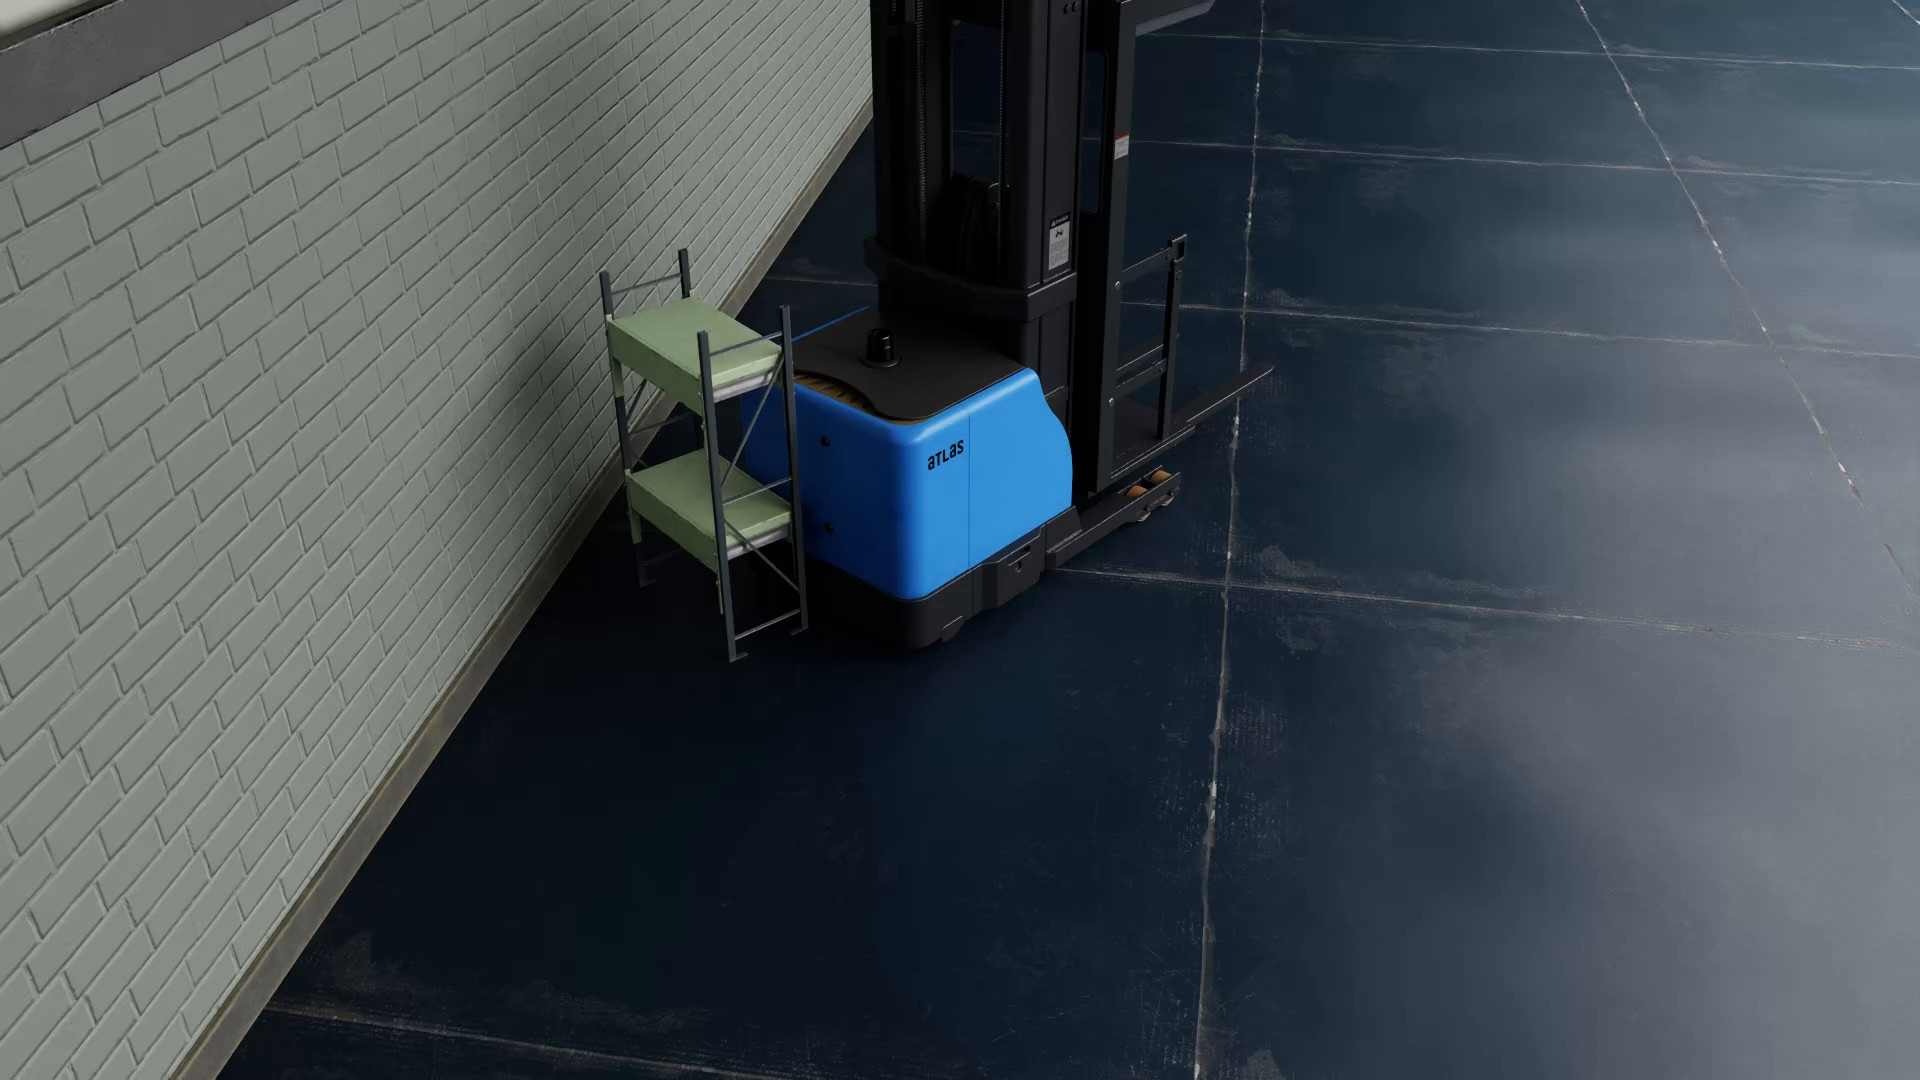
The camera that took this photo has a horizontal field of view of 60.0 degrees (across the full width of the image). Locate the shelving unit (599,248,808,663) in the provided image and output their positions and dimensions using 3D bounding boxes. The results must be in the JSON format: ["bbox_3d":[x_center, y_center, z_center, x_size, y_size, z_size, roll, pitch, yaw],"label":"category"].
[{"bbox_3d":[-1.046,-0.344,6.886,0.431,1.500,0.755,-24,39,-33],"label":"shelving unit"}]

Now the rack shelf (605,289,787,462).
[{"bbox_3d":[-1.046,-0.675,6.679,0.431,0.370,0.720,-24,39,-33],"label":"rack shelf"}]

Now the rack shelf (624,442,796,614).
[{"bbox_3d":[-1.046,-0.068,7.059,0.431,0.370,0.720,-24,39,-33],"label":"rack shelf"}]

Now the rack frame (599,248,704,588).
[{"bbox_3d":[-1.279,-0.494,7.125,0.400,1.500,0.023,-24,39,-33],"label":"rack frame"}]

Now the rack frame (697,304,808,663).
[{"bbox_3d":[-0.812,-0.194,6.647,0.400,1.500,0.023,-24,39,-33],"label":"rack frame"}]

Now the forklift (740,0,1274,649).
[{"bbox_3d":[0.412,-1.490,7.368,1.130,2.935,3.031,25,40,34],"label":"forklift"}]
